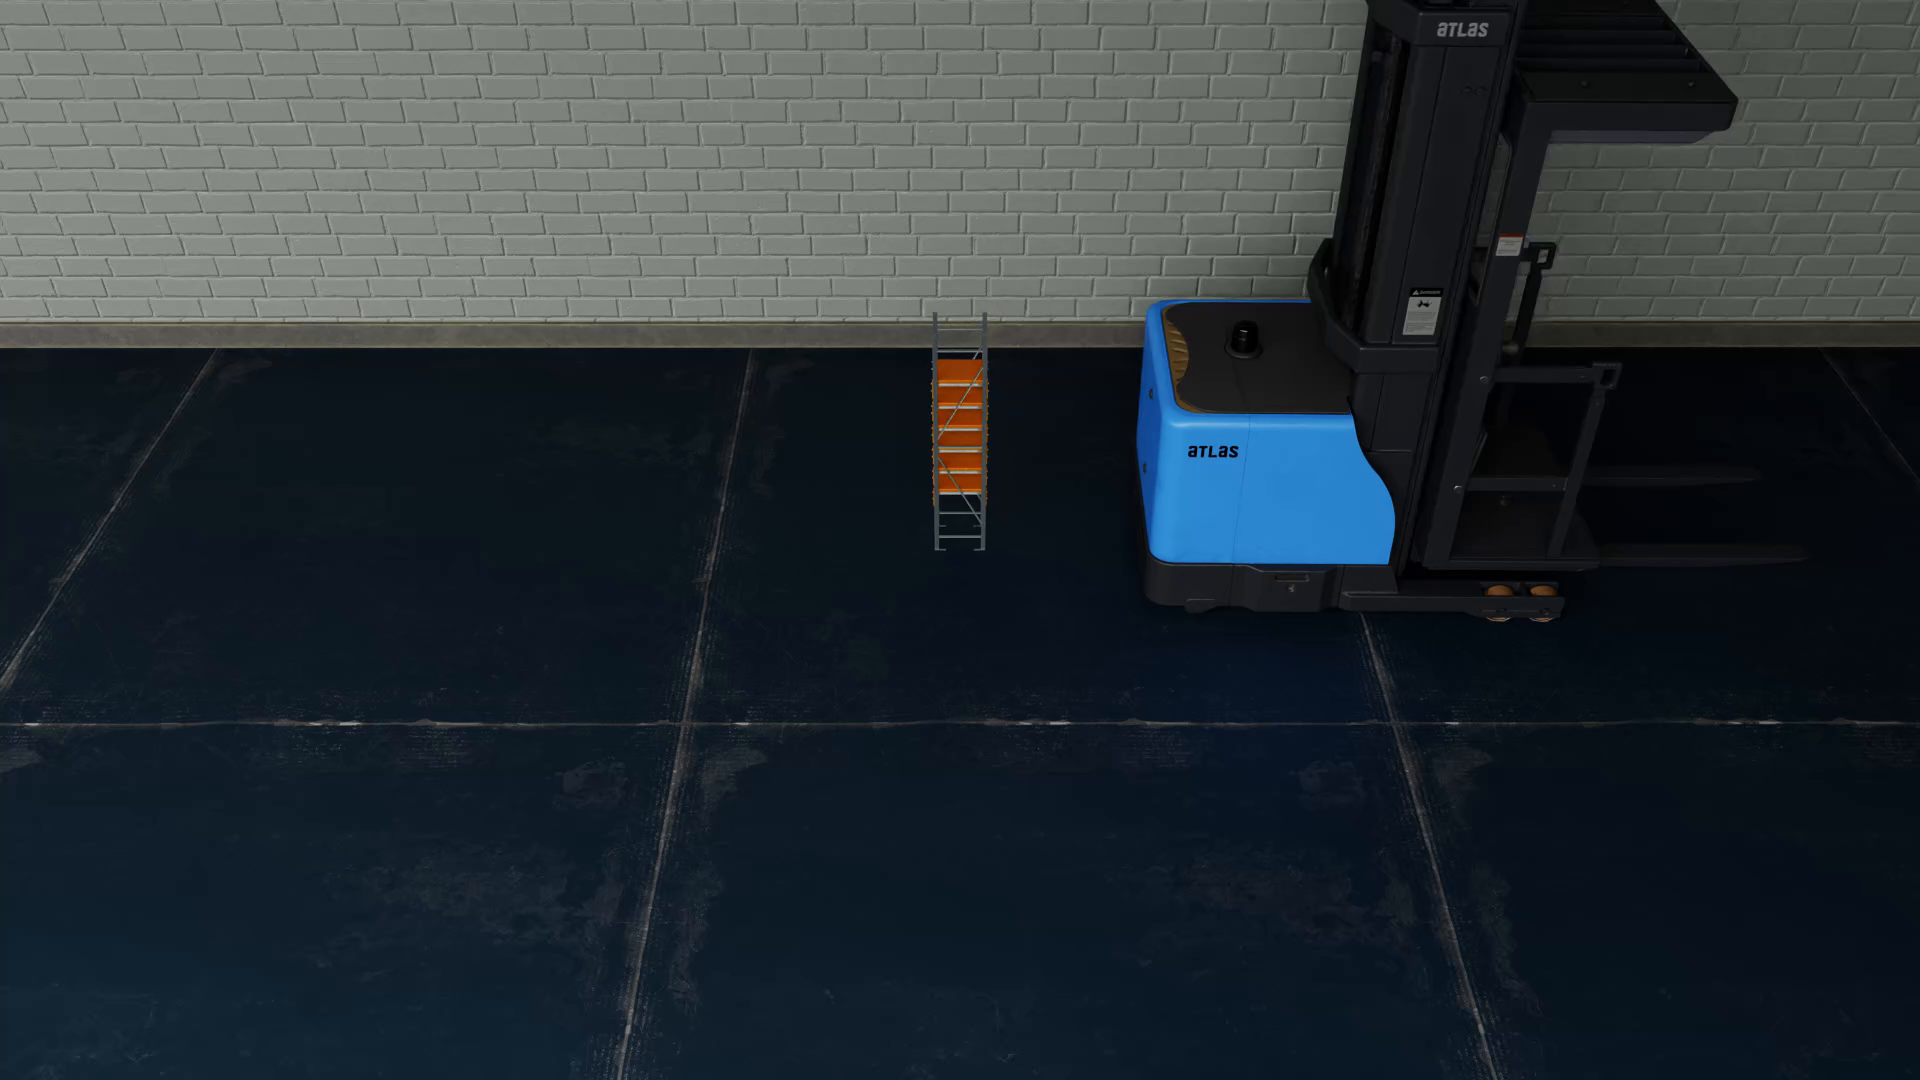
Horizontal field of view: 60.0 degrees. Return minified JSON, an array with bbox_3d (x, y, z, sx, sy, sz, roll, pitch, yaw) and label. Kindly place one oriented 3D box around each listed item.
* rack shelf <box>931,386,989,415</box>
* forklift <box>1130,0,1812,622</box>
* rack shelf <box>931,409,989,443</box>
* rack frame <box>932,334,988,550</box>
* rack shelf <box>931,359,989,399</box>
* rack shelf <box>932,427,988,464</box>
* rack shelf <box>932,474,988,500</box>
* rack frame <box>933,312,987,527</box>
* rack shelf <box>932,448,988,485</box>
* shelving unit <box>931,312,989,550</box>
[{"bbox_3d":[0.000,-0.630,7.509,0.258,0.103,0.180,0,39,0],"label":"rack shelf"},{"bbox_3d":[2.355,-1.109,7.036,3.031,2.935,1.130,0,39,0],"label":"forklift"},{"bbox_3d":[0.000,-0.536,7.584,0.258,0.103,0.180,0,39,0],"label":"rack shelf"},{"bbox_3d":[0.000,-0.420,7.560,0.240,1.200,0.006,0,39,0],"label":"rack frame"},{"bbox_3d":[0.000,-0.724,7.434,0.258,0.103,0.180,0,39,0],"label":"rack shelf"},{"bbox_3d":[0.000,-0.443,7.659,0.258,0.103,0.180,0,39,0],"label":"rack shelf"},{"bbox_3d":[0.000,-0.255,7.809,0.258,0.103,0.180,0,39,0],"label":"rack shelf"},{"bbox_3d":[0.000,-0.534,7.703,0.240,1.200,0.006,0,39,0],"label":"rack frame"},{"bbox_3d":[0.000,-0.349,7.734,0.258,0.103,0.180,0,39,0],"label":"rack shelf"},{"bbox_3d":[0.000,-0.477,7.632,0.258,1.200,0.189,0,39,0],"label":"shelving unit"}]
